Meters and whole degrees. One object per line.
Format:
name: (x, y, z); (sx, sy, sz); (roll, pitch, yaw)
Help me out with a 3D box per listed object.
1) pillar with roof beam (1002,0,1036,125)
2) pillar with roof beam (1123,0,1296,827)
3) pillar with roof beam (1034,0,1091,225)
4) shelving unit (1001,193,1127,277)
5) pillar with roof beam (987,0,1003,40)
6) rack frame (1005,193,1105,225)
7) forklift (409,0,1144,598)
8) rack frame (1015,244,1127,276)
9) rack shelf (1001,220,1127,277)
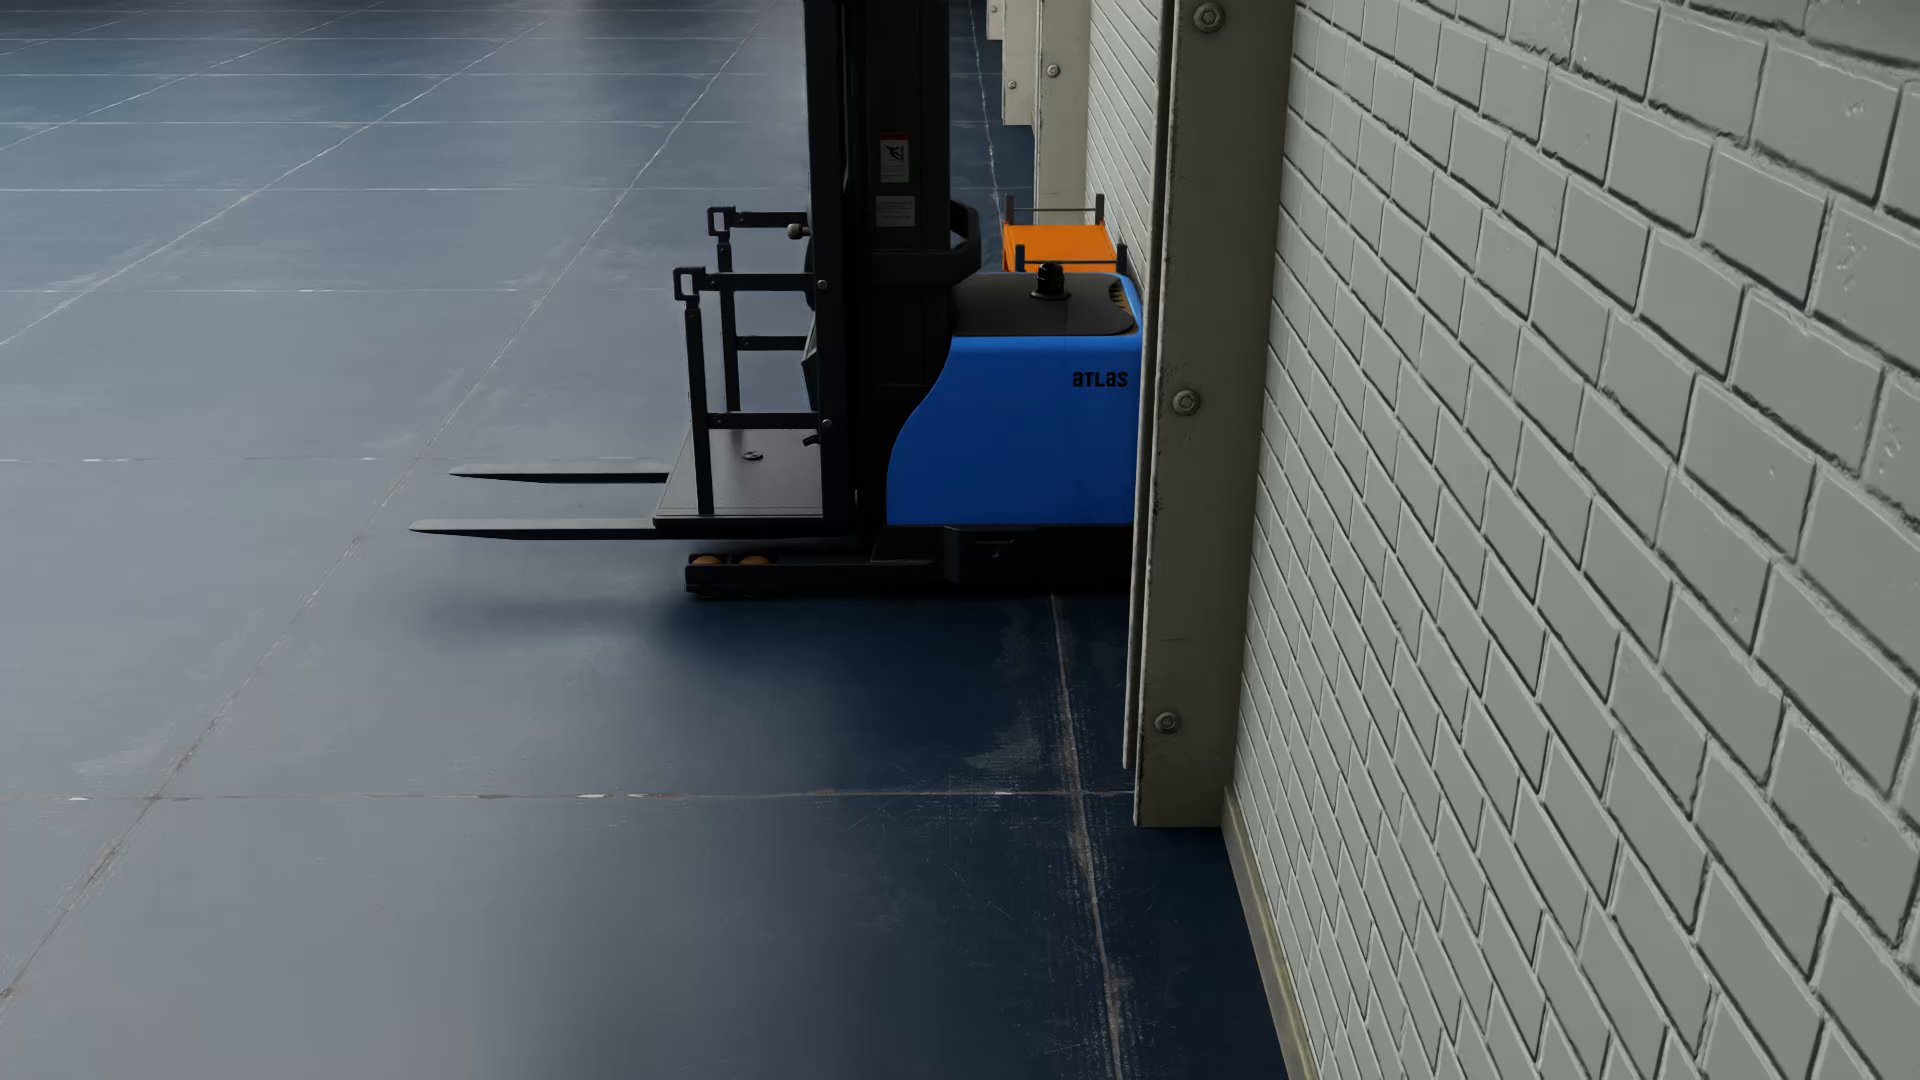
pillar with roof beam: (-3.731, -8.202, 14.466); (9.100, 9.000, 0.400); (0, 24, -1)
pillar with roof beam: (-3.600, -3.258, 3.533); (9.100, 9.000, 0.400); (0, 24, -1)
pillar with roof beam: (-3.665, -5.730, 8.999); (9.100, 9.000, 0.400); (0, 24, -1)
shelving unit: (0.487, -1.018, 8.136); (0.538, 1.125, 1.048); (0, 24, -1)
pillar with roof beam: (-3.796, -10.675, 19.932); (9.100, 9.000, 0.400); (0, 24, -1)
rack frame: (0.477, -1.227, 8.599); (0.500, 1.125, 0.032); (0, 24, -1)
forklift: (-0.749, -1.321, 6.613); (3.031, 2.935, 1.130); (0, 24, -1)
rack frame: (0.497, -0.808, 7.673); (0.500, 1.125, 0.032); (0, 24, -1)
rack shelf: (0.487, -1.285, 8.015); (0.538, 0.278, 1.000); (0, 24, -1)
